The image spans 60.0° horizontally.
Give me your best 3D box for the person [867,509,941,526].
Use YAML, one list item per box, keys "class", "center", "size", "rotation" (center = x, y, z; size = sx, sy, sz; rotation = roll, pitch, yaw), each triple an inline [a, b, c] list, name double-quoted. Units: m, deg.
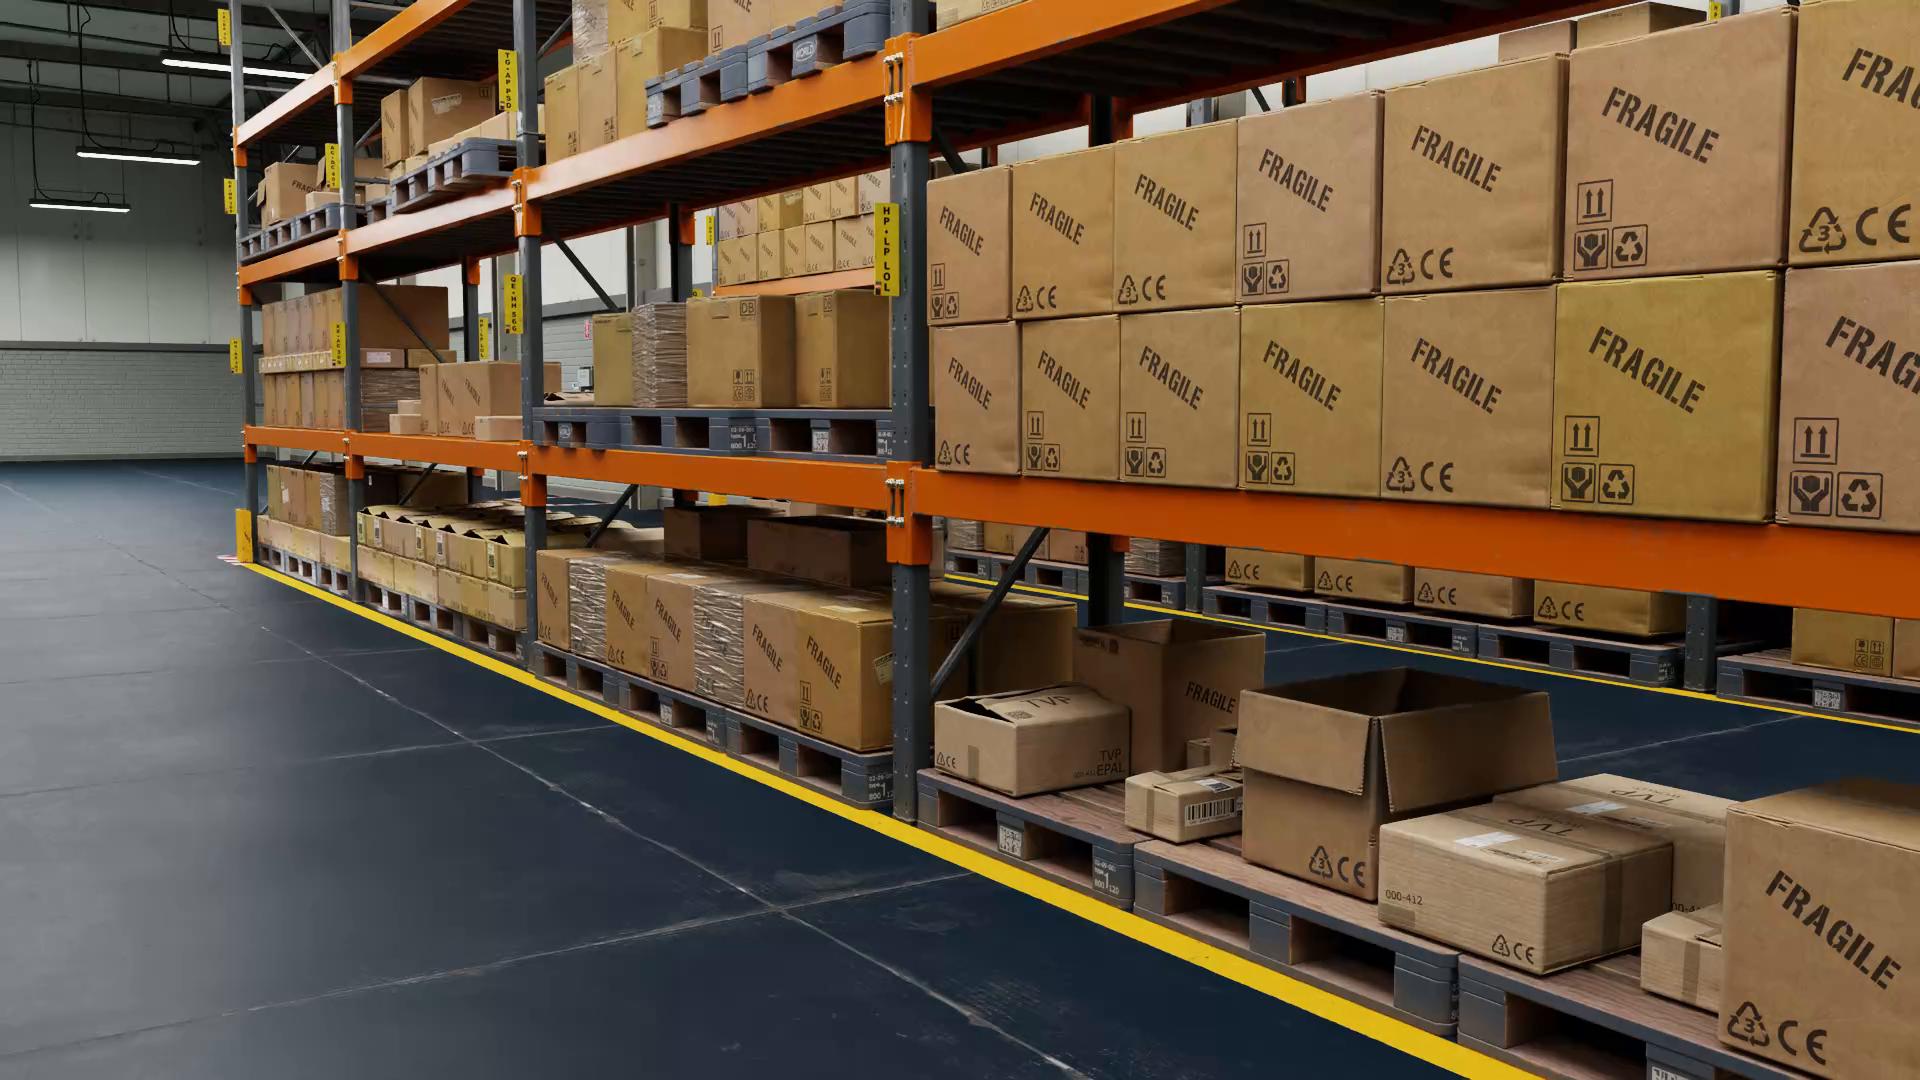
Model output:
- class: "person"
  center: [-0.374, -0.133, 9.822]
  size: [0.474, 1.694, 0.598]
  rotation: [-3, 6, -35]
